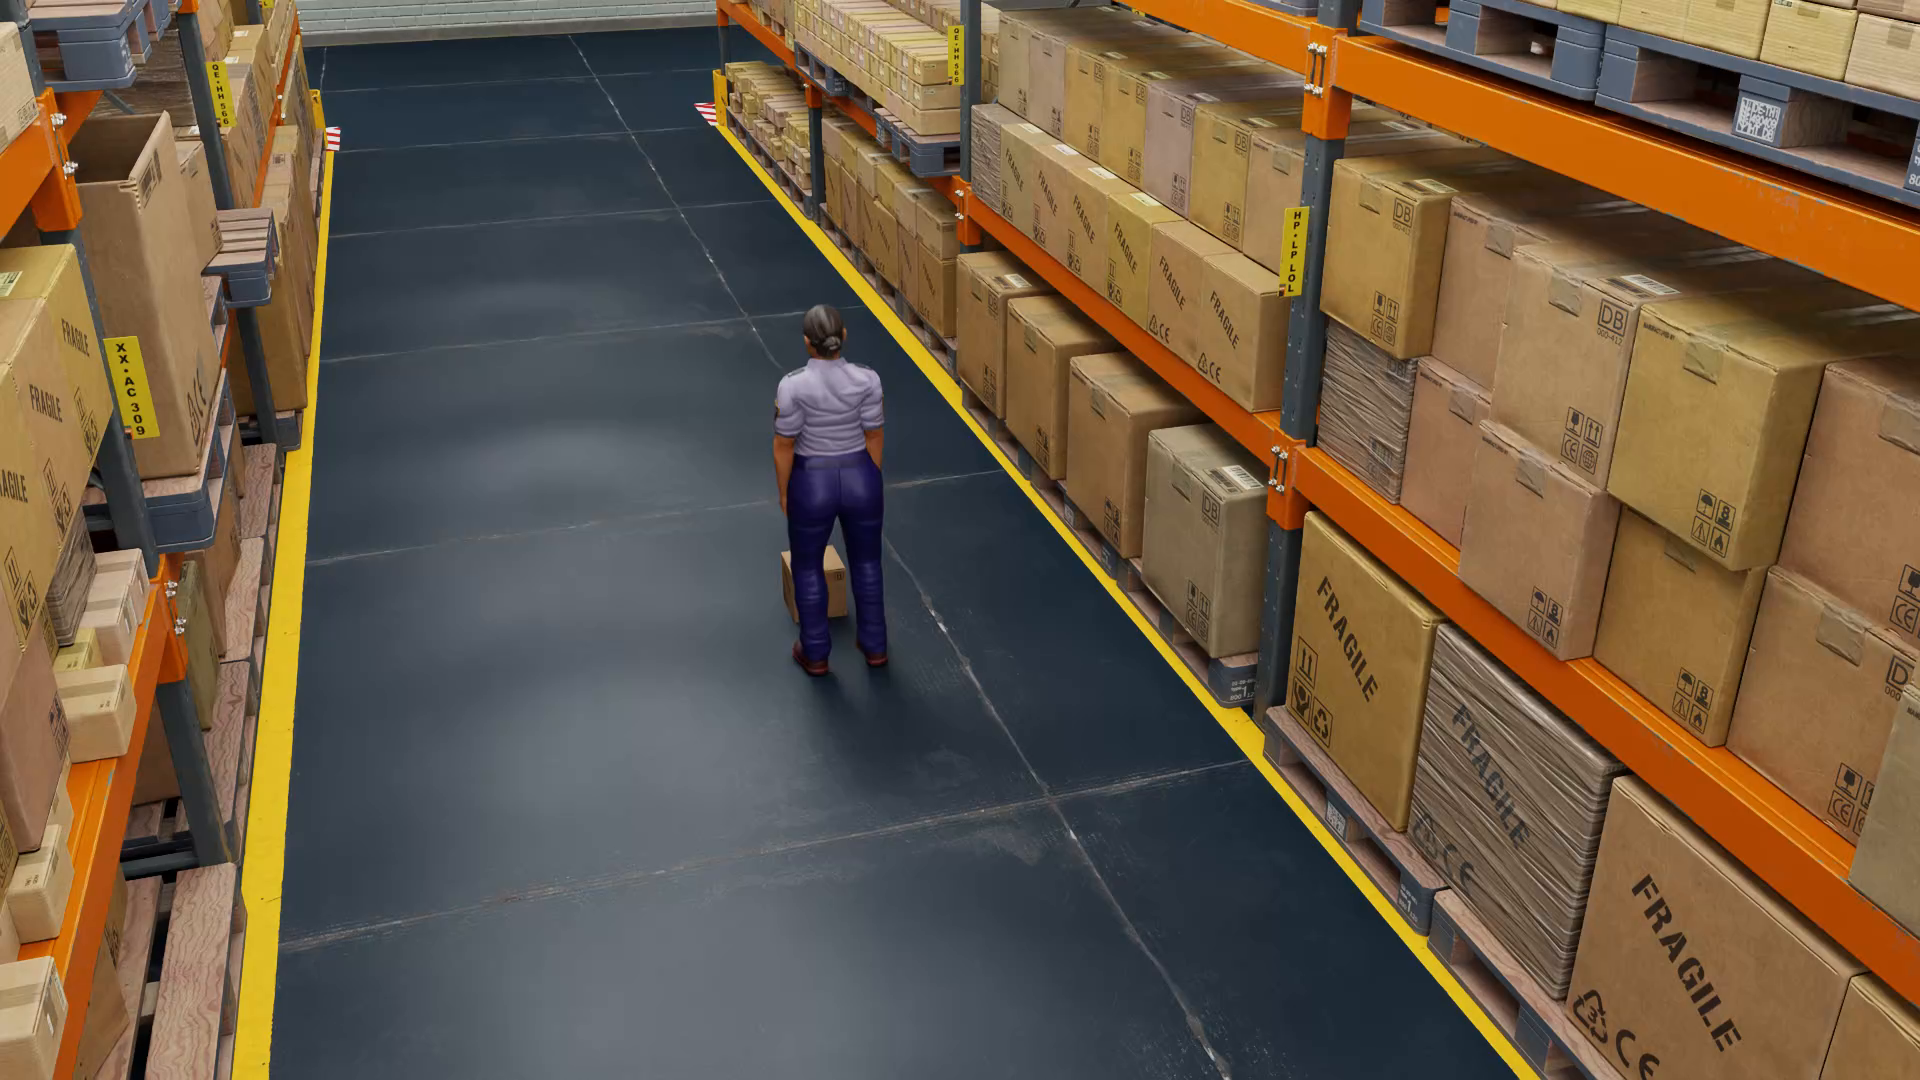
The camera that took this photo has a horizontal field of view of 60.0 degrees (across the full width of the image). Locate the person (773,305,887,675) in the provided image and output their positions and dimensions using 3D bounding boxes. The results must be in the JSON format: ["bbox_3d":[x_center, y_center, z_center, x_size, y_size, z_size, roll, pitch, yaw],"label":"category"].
[{"bbox_3d":[-0.557,-0.213,7.066,0.469,1.645,0.325,-8,28,-15],"label":"person"}]
